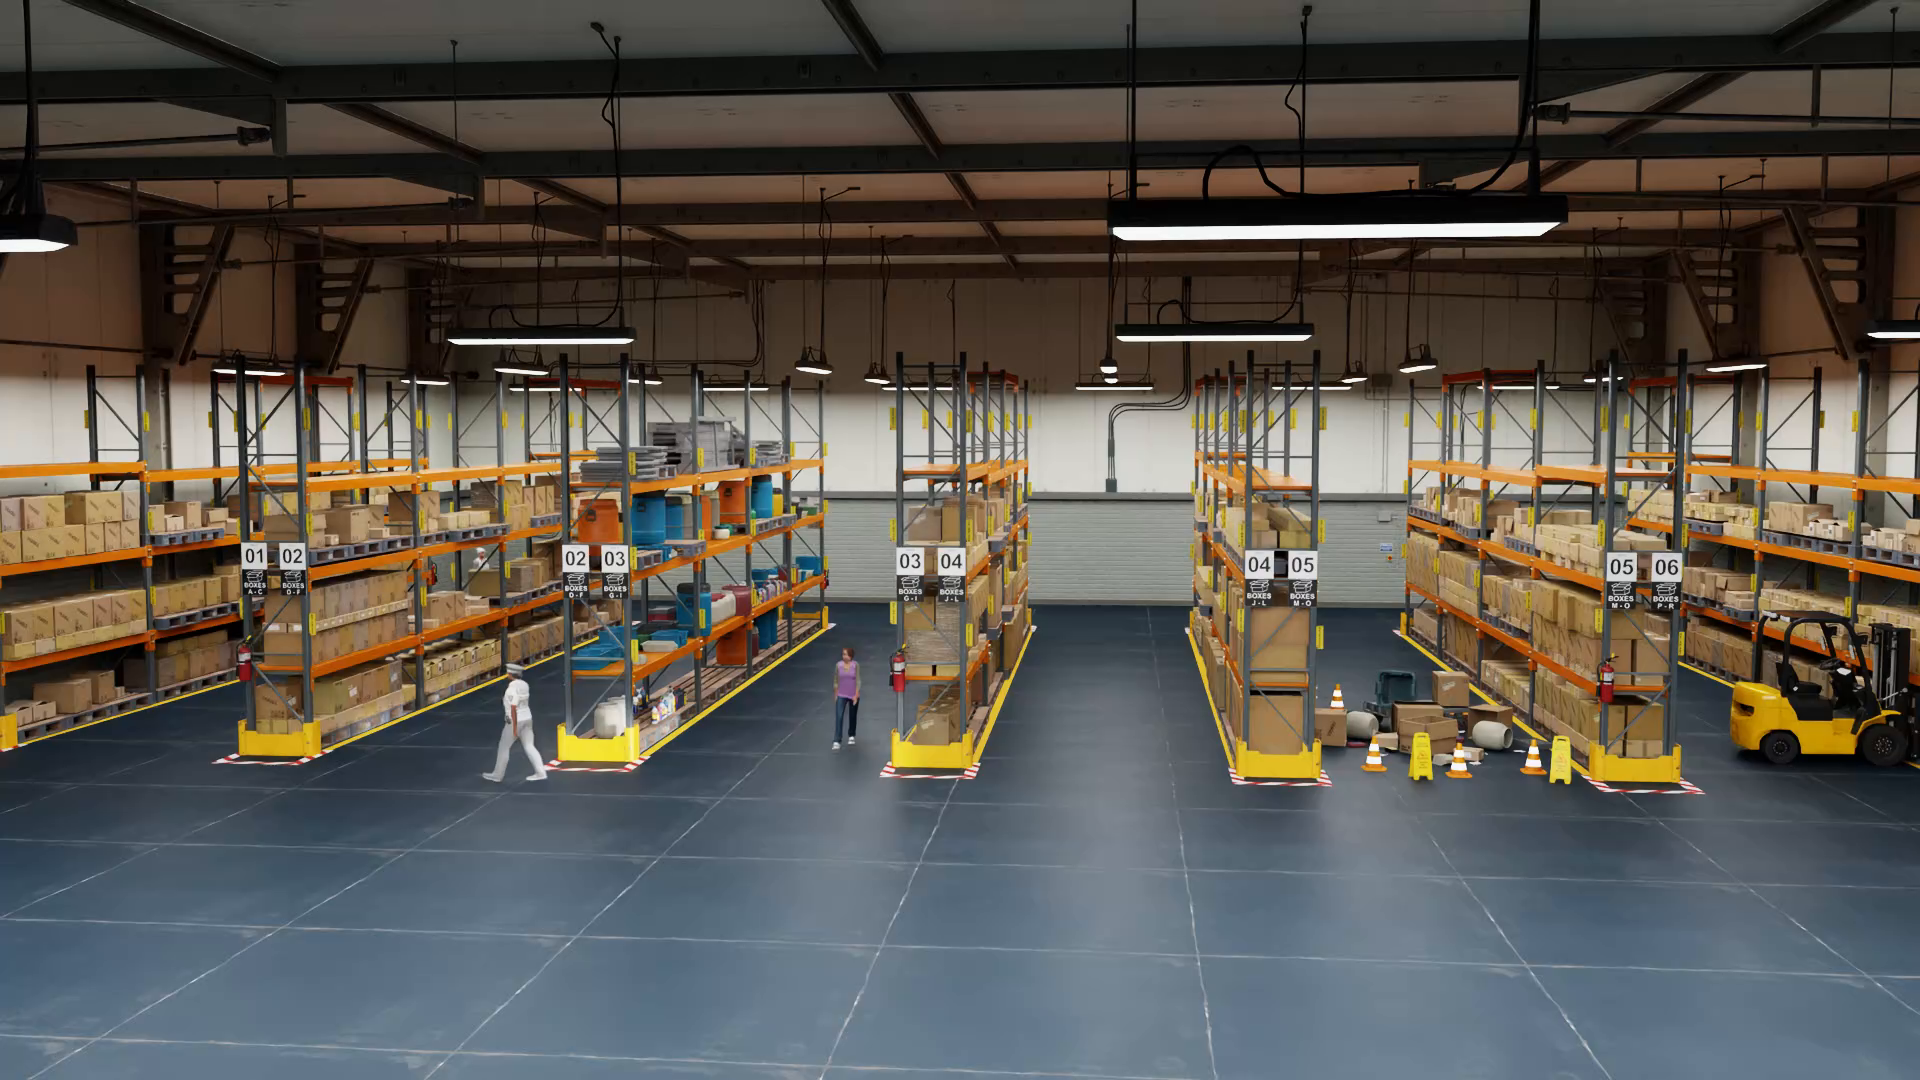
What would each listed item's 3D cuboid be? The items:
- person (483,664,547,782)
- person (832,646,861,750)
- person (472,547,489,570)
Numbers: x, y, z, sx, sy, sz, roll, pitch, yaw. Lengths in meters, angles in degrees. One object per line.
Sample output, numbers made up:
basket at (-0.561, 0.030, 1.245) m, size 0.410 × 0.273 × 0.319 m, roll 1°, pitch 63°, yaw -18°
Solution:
person at (-6.187, 2.540, 23.133) m, size 0.840 × 1.628 × 0.478 m, roll 2°, pitch 4°, yaw 21°
person at (-1.732, 2.400, 25.409) m, size 0.438 × 1.549 × 0.944 m, roll 0°, pitch 4°, yaw -4°
person at (-12.413, 1.059, 42.983) m, size 0.810 × 1.760 × 0.550 m, roll 1°, pitch 4°, yaw 13°
